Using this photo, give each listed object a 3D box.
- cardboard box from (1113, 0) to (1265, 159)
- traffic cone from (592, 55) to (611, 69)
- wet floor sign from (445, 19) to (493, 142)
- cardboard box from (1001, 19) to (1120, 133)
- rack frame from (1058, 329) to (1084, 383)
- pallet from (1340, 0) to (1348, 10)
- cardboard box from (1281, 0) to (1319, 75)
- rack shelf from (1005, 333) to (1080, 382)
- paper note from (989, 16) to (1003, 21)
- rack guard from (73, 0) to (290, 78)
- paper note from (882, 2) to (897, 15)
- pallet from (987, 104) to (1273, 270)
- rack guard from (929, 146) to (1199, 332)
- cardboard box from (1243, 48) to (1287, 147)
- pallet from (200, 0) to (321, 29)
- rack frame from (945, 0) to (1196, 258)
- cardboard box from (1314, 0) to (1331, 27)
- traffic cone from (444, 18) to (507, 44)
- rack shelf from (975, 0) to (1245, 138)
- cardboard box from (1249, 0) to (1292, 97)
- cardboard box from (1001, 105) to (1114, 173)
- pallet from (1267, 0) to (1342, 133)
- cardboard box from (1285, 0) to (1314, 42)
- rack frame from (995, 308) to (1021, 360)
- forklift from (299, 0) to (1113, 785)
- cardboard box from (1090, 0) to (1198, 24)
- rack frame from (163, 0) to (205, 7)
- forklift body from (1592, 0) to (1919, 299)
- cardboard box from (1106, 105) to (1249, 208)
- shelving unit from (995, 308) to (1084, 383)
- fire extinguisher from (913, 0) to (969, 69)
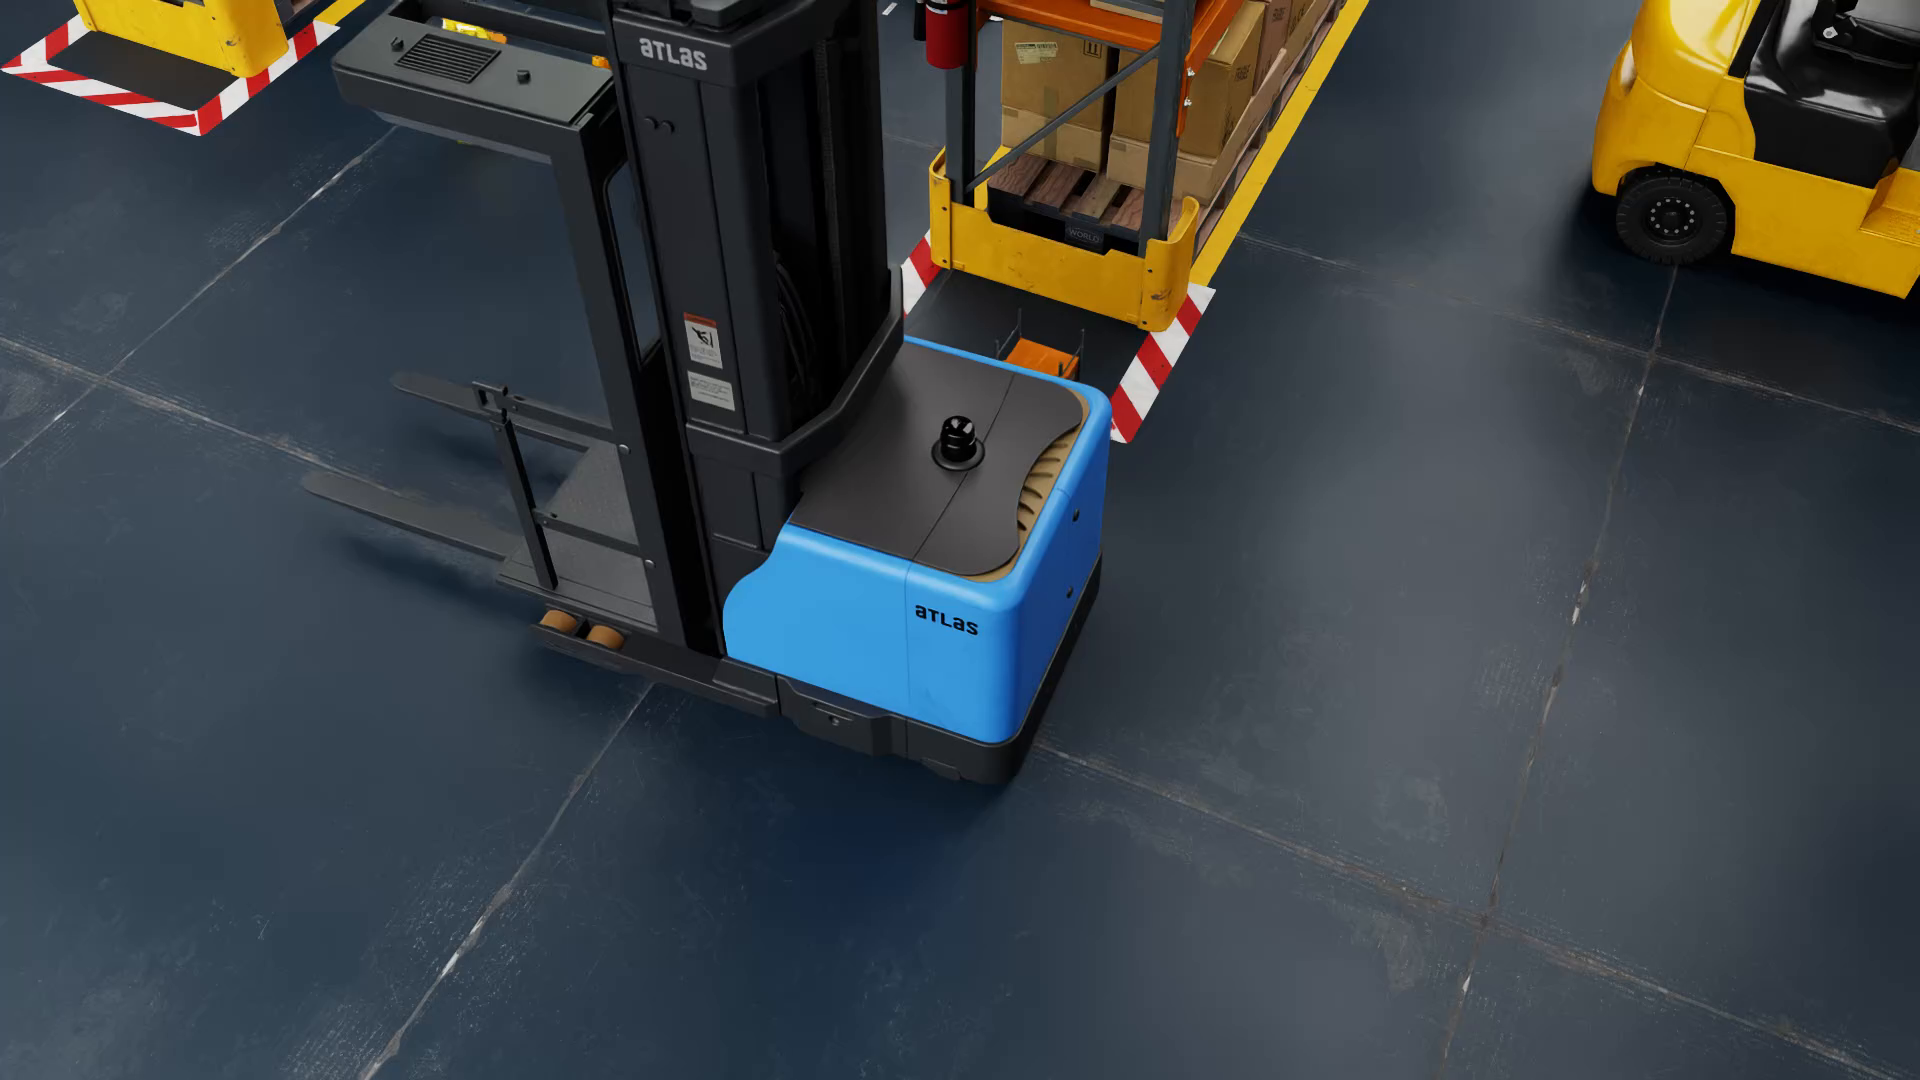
[{"bbox_3d":[1.017,-2.099,7.419,0.500,0.500,0.500,18,52,15],"label":"cardboard box"},{"bbox_3d":[-1.719,-2.150,8.090,0.336,0.463,0.334,20,52,16],"label":"traffic cone"},{"bbox_3d":[-2.328,-2.243,8.050,0.267,0.644,0.232,12,51,10],"label":"wet floor sign"},{"bbox_3d":[0.519,-2.253,7.550,0.500,0.500,0.500,20,53,16],"label":"cardboard box"},{"bbox_3d":[0.387,-0.329,6.156,0.008,1.050,0.200,21,53,17],"label":"rack frame"},{"bbox_3d":[1.867,-3.506,9.410,1.003,0.211,1.213,20,52,16],"label":"pallet"},{"bbox_3d":[1.454,-2.568,8.311,0.500,0.250,0.500,23,53,18],"label":"cardboard box"},{"bbox_3d":[0.278,-0.549,5.983,0.240,0.259,0.215,21,53,17],"label":"rack shelf"},{"bbox_3d":[0.203,-2.852,8.971,0.142,0.019,0.148,4,50,3],"label":"paper note"},{"bbox_3d":[-4.116,-2.843,8.656,1.175,0.500,0.348,20,52,16],"label":"rack guard"},{"bbox_3d":[-0.380,-2.877,9.007,0.032,0.001,0.123,20,52,16],"label":"paper note"},{"bbox_3d":[0.824,-1.826,7.980,1.003,0.211,1.213,20,52,16],"label":"pallet"},{"bbox_3d":[0.445,-1.371,7.404,1.175,0.500,0.348,20,52,16],"label":"rack guard"},{"bbox_3d":[1.232,-2.188,7.987,0.500,0.250,0.500,22,53,17],"label":"cardboard box"},{"bbox_3d":[-3.835,-3.342,9.271,1.003,0.211,1.213,20,52,16],"label":"pallet"},{"bbox_3d":[0.413,-2.129,6.407,1.000,3.000,0.127,20,52,16],"label":"rack frame"},{"bbox_3d":[1.672,-2.915,8.606,0.500,0.250,0.500,21,53,17],"label":"cardboard box"},{"bbox_3d":[-2.595,-2.751,8.603,0.336,0.463,0.334,20,52,16],"label":"traffic cone"},{"bbox_3d":[1.267,-3.273,7.853,1.077,0.370,4.000,20,52,16],"label":"rack shelf"},{"bbox_3d":[1.236,-2.460,7.726,0.500,0.500,0.500,18,52,15],"label":"cardboard box"},{"bbox_3d":[0.525,-2.035,7.857,0.500,0.250,0.500,20,52,16],"label":"cardboard box"},{"bbox_3d":[1.347,-2.663,8.692,1.003,0.211,1.213,20,52,16],"label":"pallet"},{"bbox_3d":[1.458,-2.803,8.018,0.500,0.500,0.500,21,53,17],"label":"cardboard box"},{"bbox_3d":[0.168,-0.413,6.227,0.008,1.050,0.200,21,53,17],"label":"rack frame"},{"bbox_3d":[-1.041,-0.832,5.348,3.031,2.935,1.130,17,52,14],"label":"forklift"},{"bbox_3d":[0.745,-2.214,6.644,0.380,0.149,0.250,20,52,16],"label":"cardboard box"},{"bbox_3d":[-4.106,-3.670,7.718,1.000,3.000,0.127,20,52,16],"label":"rack frame"},{"bbox_3d":[4.063,-2.141,6.974,2.313,2.155,1.214,20,52,16],"label":"forklift body"},{"bbox_3d":[1.007,-1.839,7.690,0.500,0.250,0.500,19,52,16],"label":"cardboard box"},{"bbox_3d":[0.278,-0.371,6.191,0.252,1.050,0.215,21,53,17],"label":"shelving unit"},{"bbox_3d":[-0.053,-2.175,6.497,0.296,0.674,0.183,20,52,16],"label":"fire extinguisher"}]
